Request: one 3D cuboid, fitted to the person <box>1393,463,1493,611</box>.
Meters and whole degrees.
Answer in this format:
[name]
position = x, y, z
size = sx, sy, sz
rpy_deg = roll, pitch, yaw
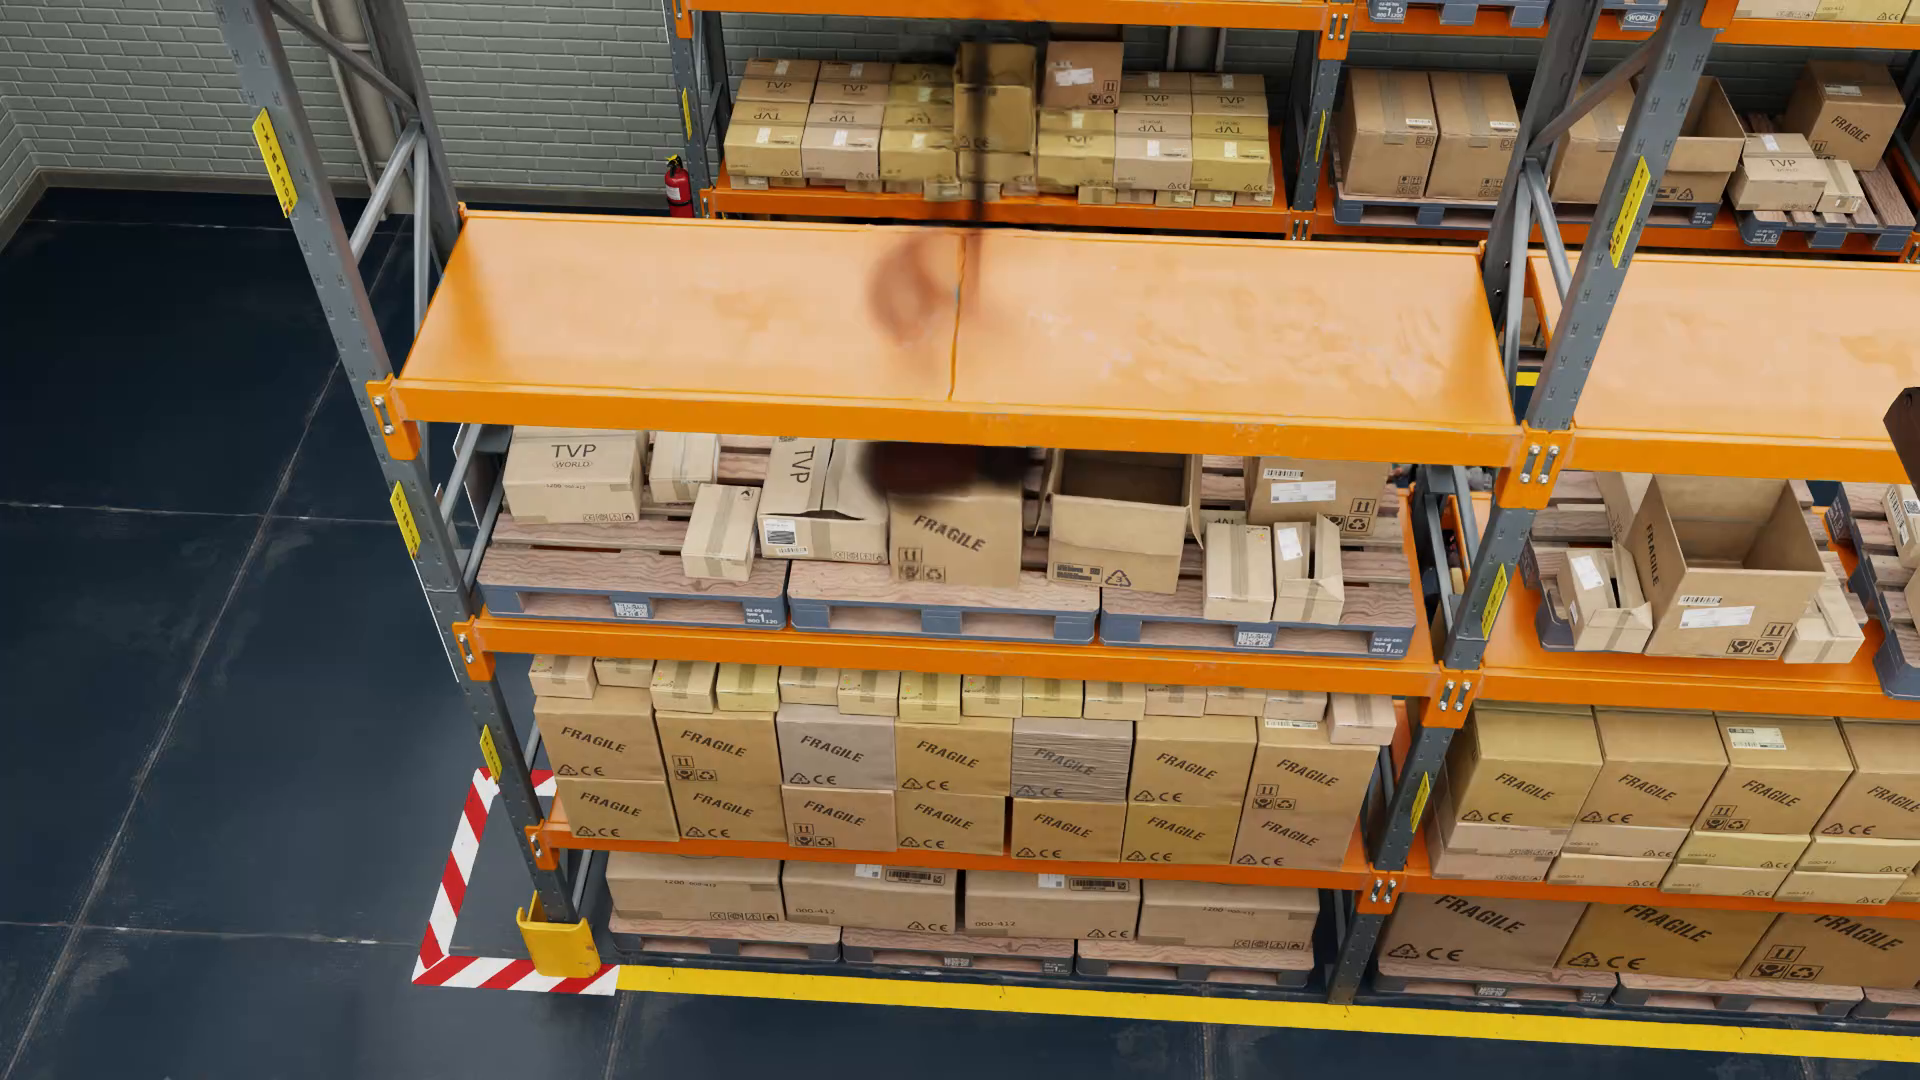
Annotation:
[person]
position = 2.752, -0.089, 9.673
size = 0.831, 1.766, 0.600
rpy_deg = 1, 48, 1
